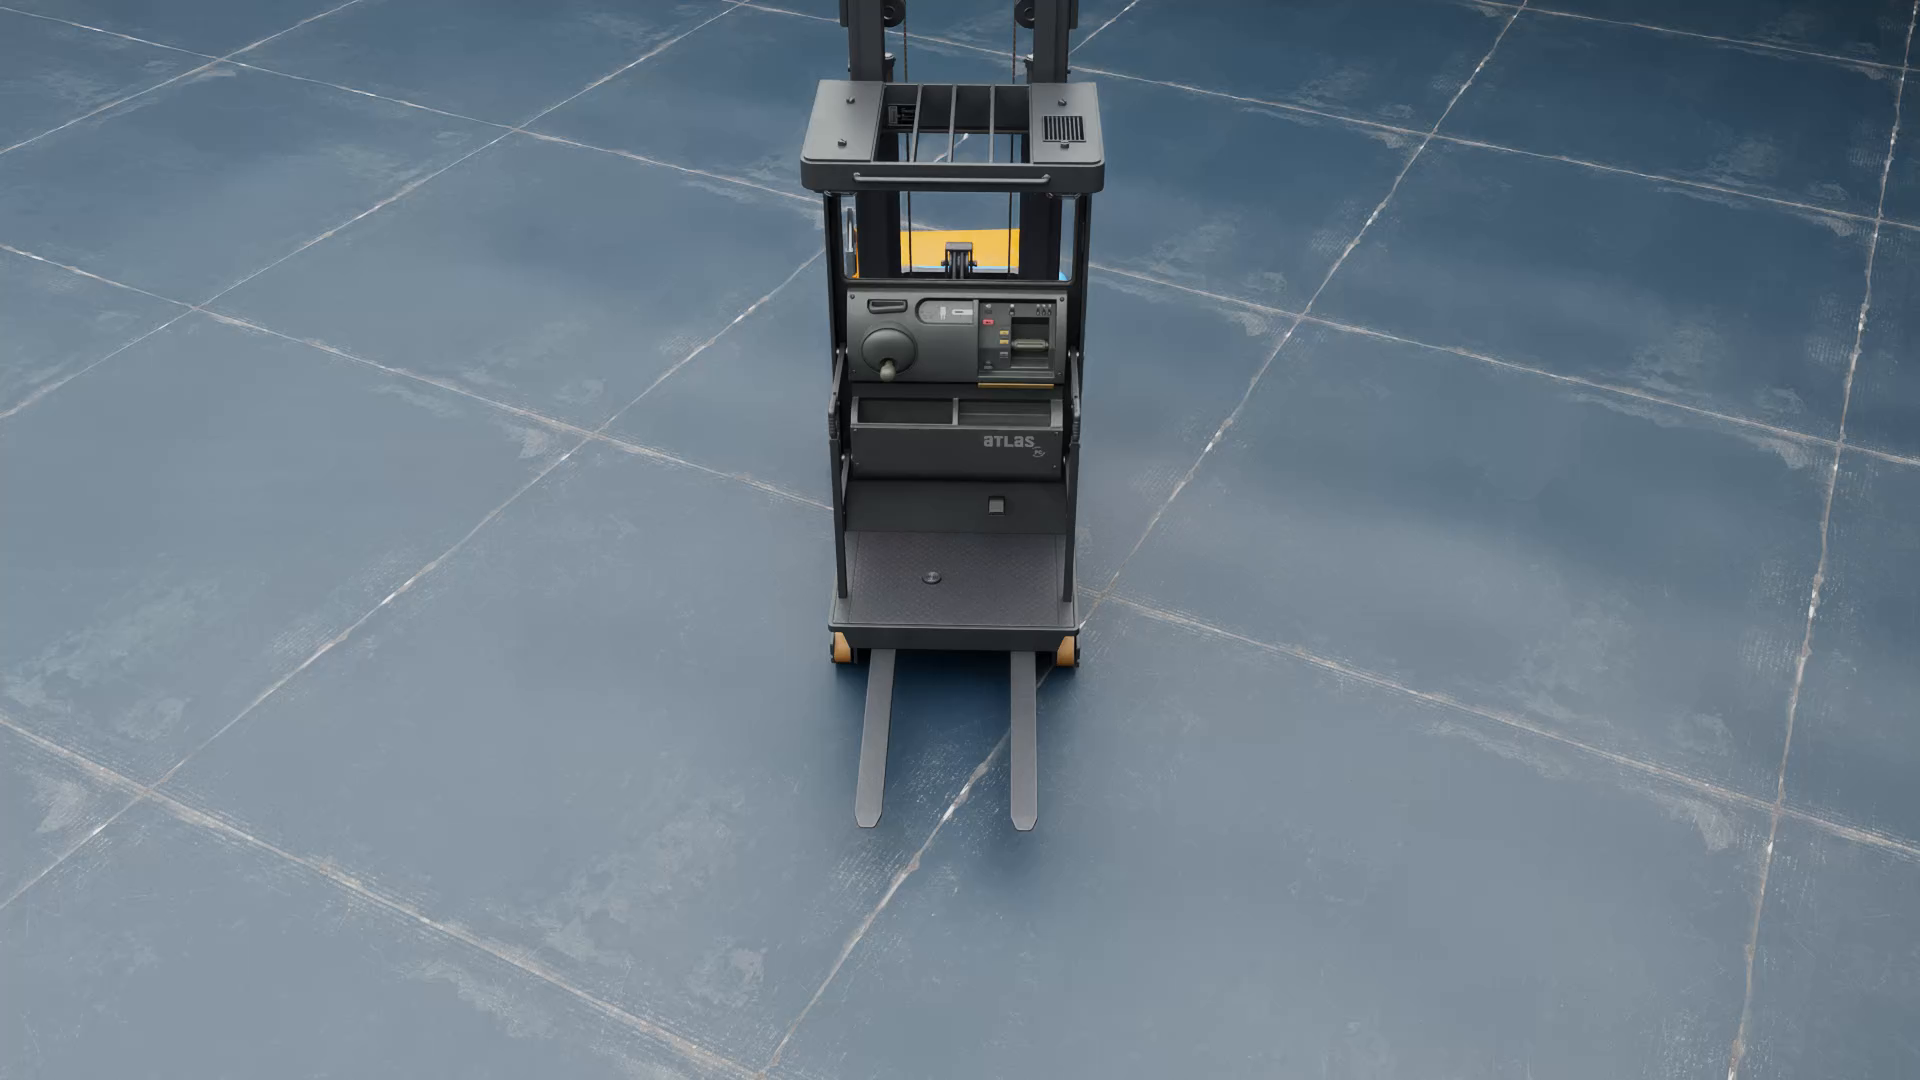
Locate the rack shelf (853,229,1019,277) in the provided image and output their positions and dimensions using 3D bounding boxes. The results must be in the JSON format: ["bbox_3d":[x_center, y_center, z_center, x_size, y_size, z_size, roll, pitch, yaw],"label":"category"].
[{"bbox_3d":[-0.054,-1.391,8.667,1.000,0.278,0.538,-2,37,-2],"label":"rack shelf"}]

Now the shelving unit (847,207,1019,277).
[{"bbox_3d":[-0.054,-1.157,8.844,1.048,1.125,0.538,-2,37,-2],"label":"shelving unit"}]

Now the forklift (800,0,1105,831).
[{"bbox_3d":[-0.016,-0.791,6.868,1.130,2.935,3.031,1,37,1],"label":"forklift"}]

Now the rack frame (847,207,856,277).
[{"bbox_3d":[-0.562,-1.142,8.824,0.032,1.125,0.500,-2,37,-2],"label":"rack frame"}]
